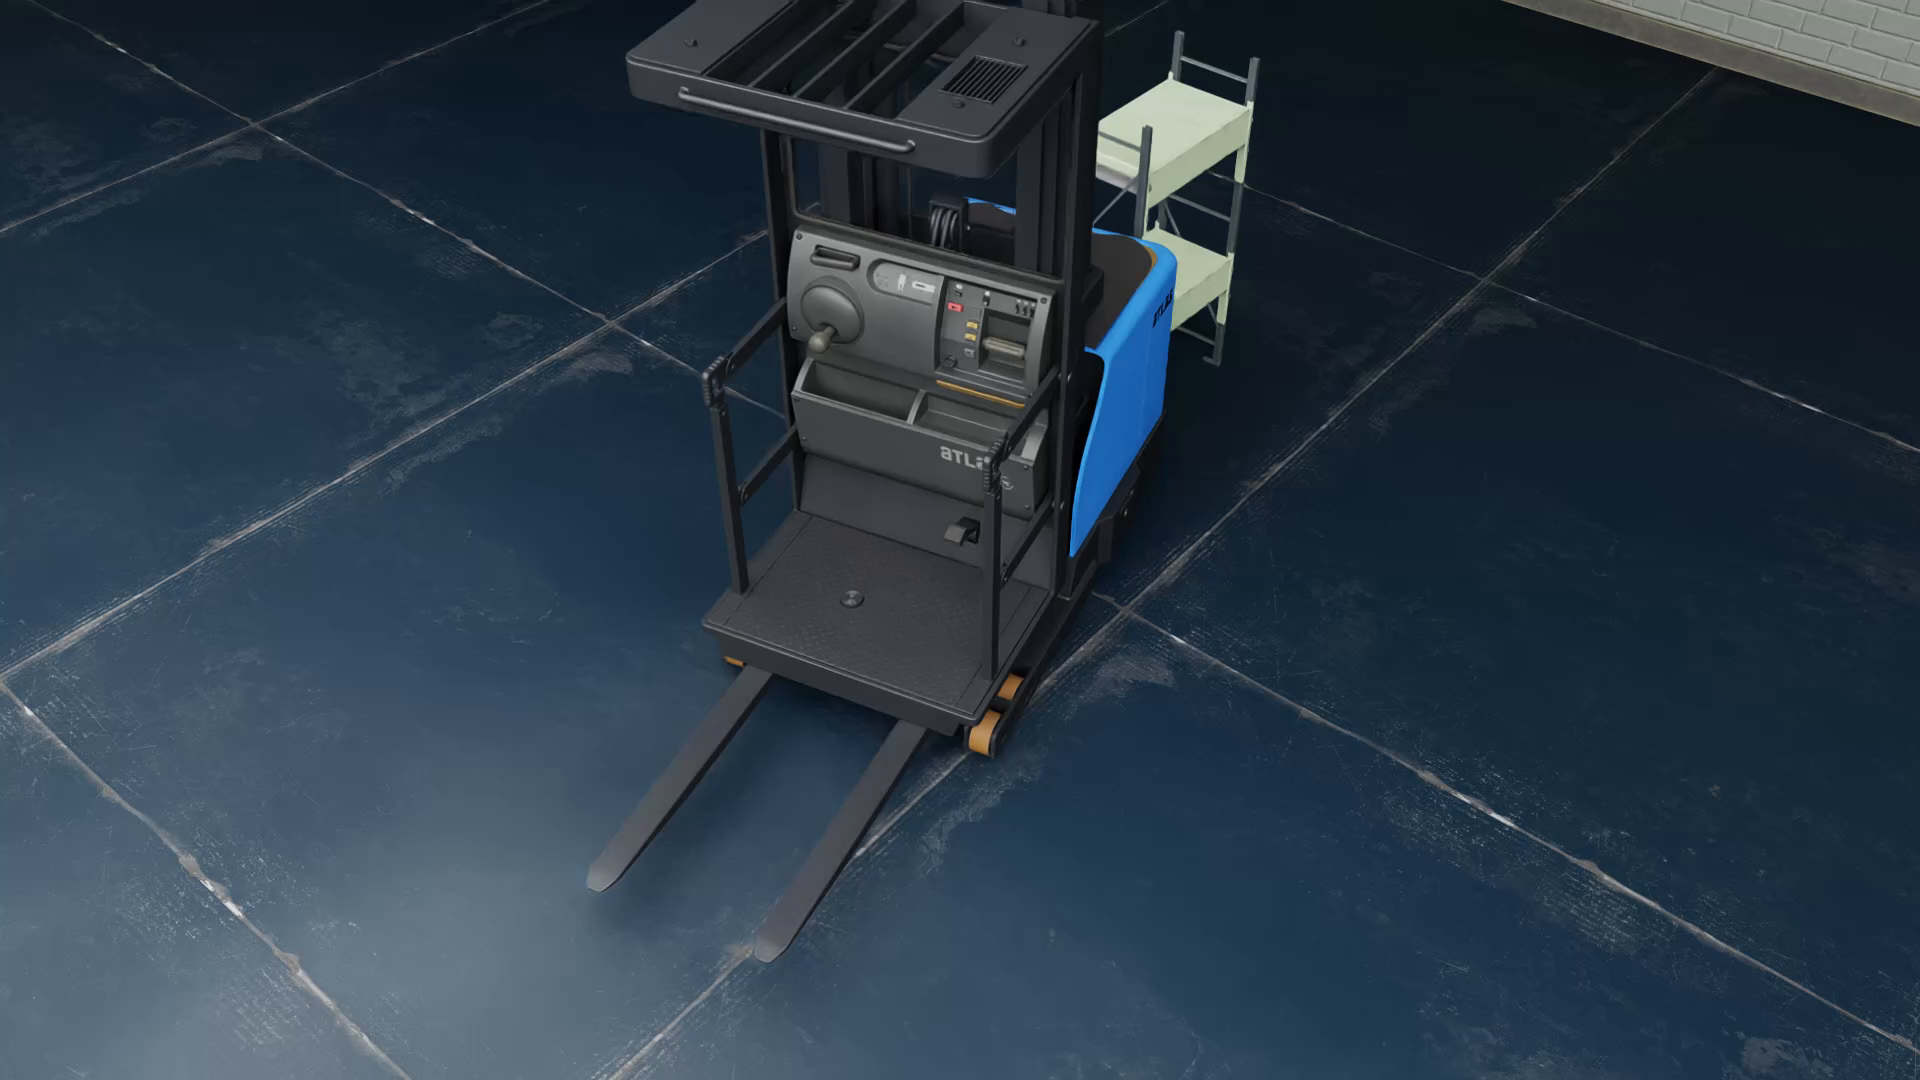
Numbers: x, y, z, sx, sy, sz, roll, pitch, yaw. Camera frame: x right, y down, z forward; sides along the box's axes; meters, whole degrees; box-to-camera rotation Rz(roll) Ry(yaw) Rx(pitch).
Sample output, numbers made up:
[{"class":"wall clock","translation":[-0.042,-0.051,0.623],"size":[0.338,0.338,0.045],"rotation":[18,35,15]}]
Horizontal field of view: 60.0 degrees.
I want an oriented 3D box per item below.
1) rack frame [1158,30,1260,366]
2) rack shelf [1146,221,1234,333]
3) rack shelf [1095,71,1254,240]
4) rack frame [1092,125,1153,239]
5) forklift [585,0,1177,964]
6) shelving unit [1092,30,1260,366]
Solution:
[{"class":"rack frame","translation":[1.039,-1.444,7.223],"size":[0.400,1.500,0.023],"rotation":[30,50,29]},{"class":"rack shelf","translation":[0.801,-1.015,7.237],"size":[0.431,0.370,0.720],"rotation":[30,50,29]},{"class":"rack shelf","translation":[0.801,-1.545,6.755],"size":[0.431,0.370,0.720],"rotation":[30,50,29]},{"class":"rack frame","translation":[0.563,-1.069,6.811],"size":[0.400,1.500,0.023],"rotation":[30,50,29]},{"class":"forklift","translation":[-0.233,-0.659,5.296],"size":[1.130,2.935,3.031],"rotation":[18,45,18]},{"class":"shelving unit","translation":[0.801,-1.257,7.017],"size":[0.431,1.500,0.755],"rotation":[30,50,29]}]
